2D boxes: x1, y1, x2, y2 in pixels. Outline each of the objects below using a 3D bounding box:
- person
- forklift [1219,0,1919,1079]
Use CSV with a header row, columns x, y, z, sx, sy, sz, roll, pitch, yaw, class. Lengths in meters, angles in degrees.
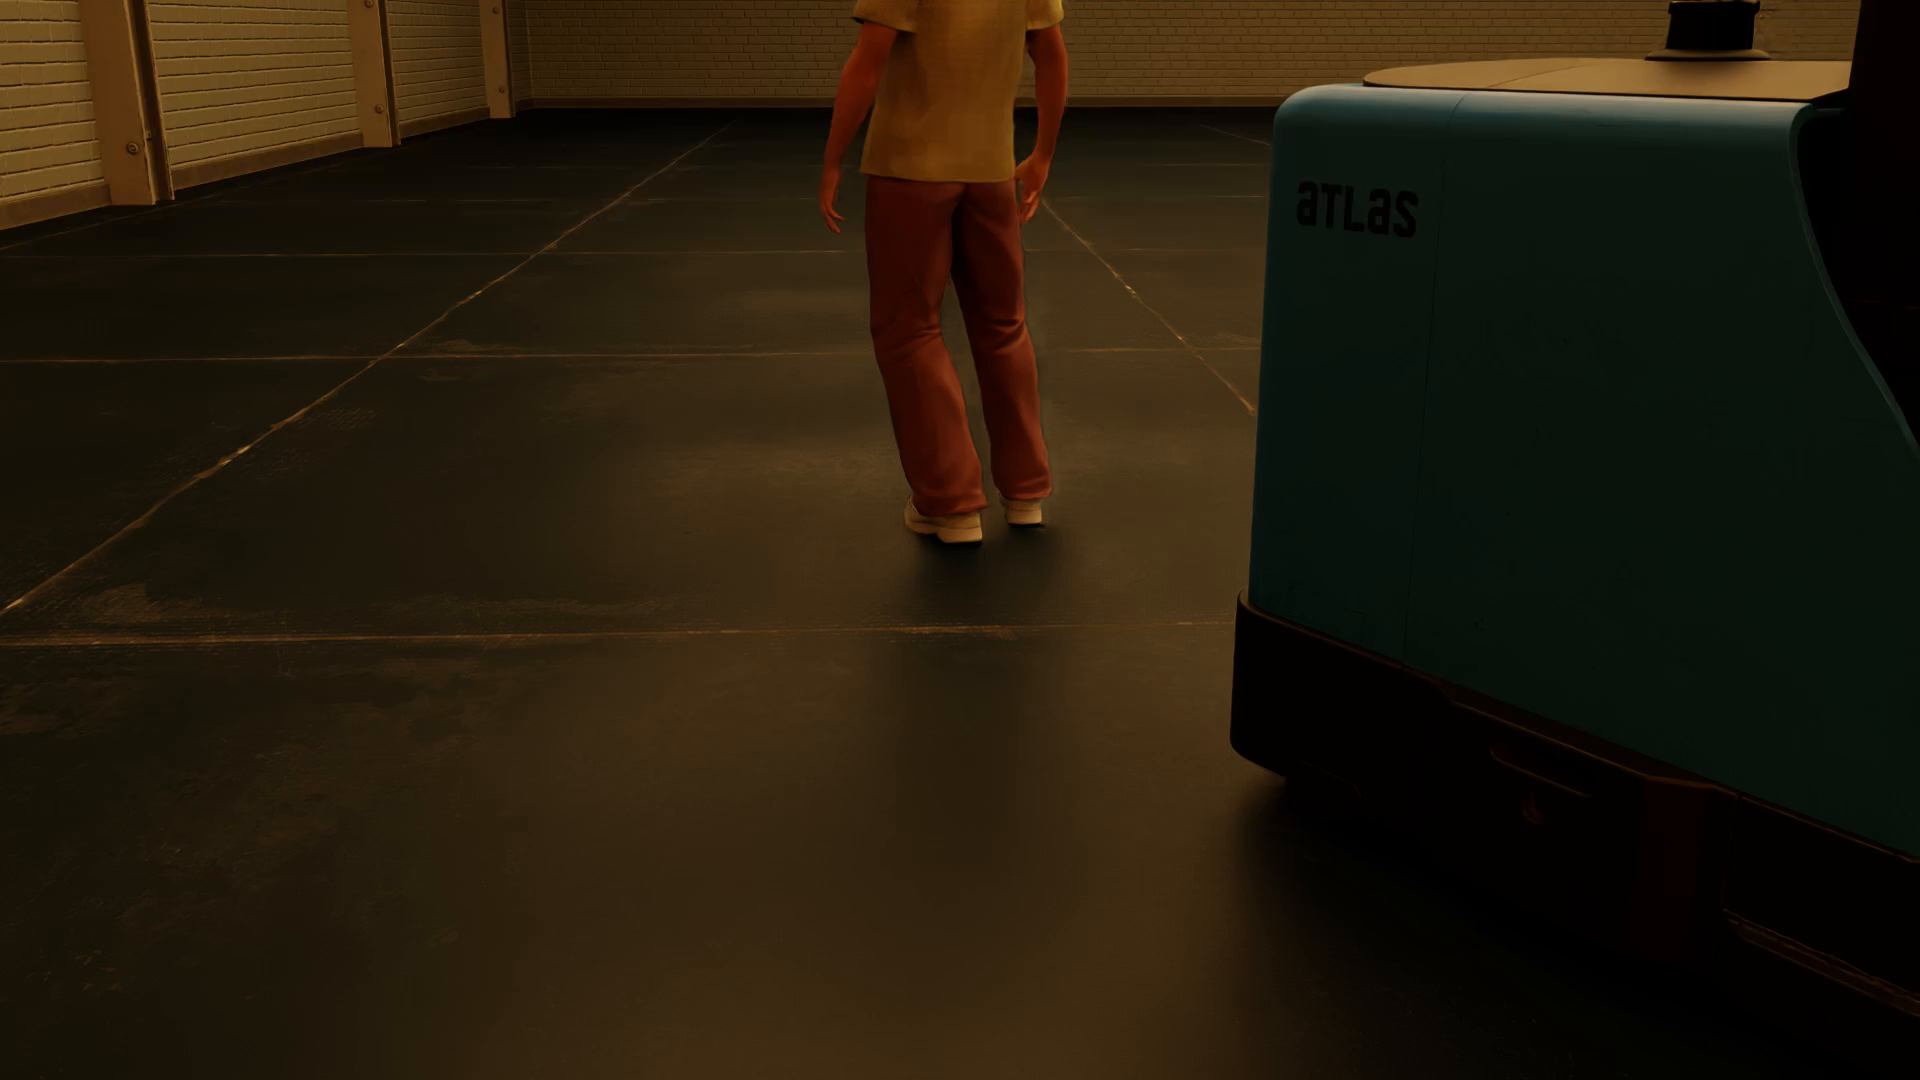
x,y,z,sx,sy,sz,roll,pitch,yaw,class
-0.032,-0.804,3.762,0.652,1.651,0.477,-10,20,-29,person
1.677,-0.752,1.367,1.130,2.935,3.031,-12,21,-34,forklift
